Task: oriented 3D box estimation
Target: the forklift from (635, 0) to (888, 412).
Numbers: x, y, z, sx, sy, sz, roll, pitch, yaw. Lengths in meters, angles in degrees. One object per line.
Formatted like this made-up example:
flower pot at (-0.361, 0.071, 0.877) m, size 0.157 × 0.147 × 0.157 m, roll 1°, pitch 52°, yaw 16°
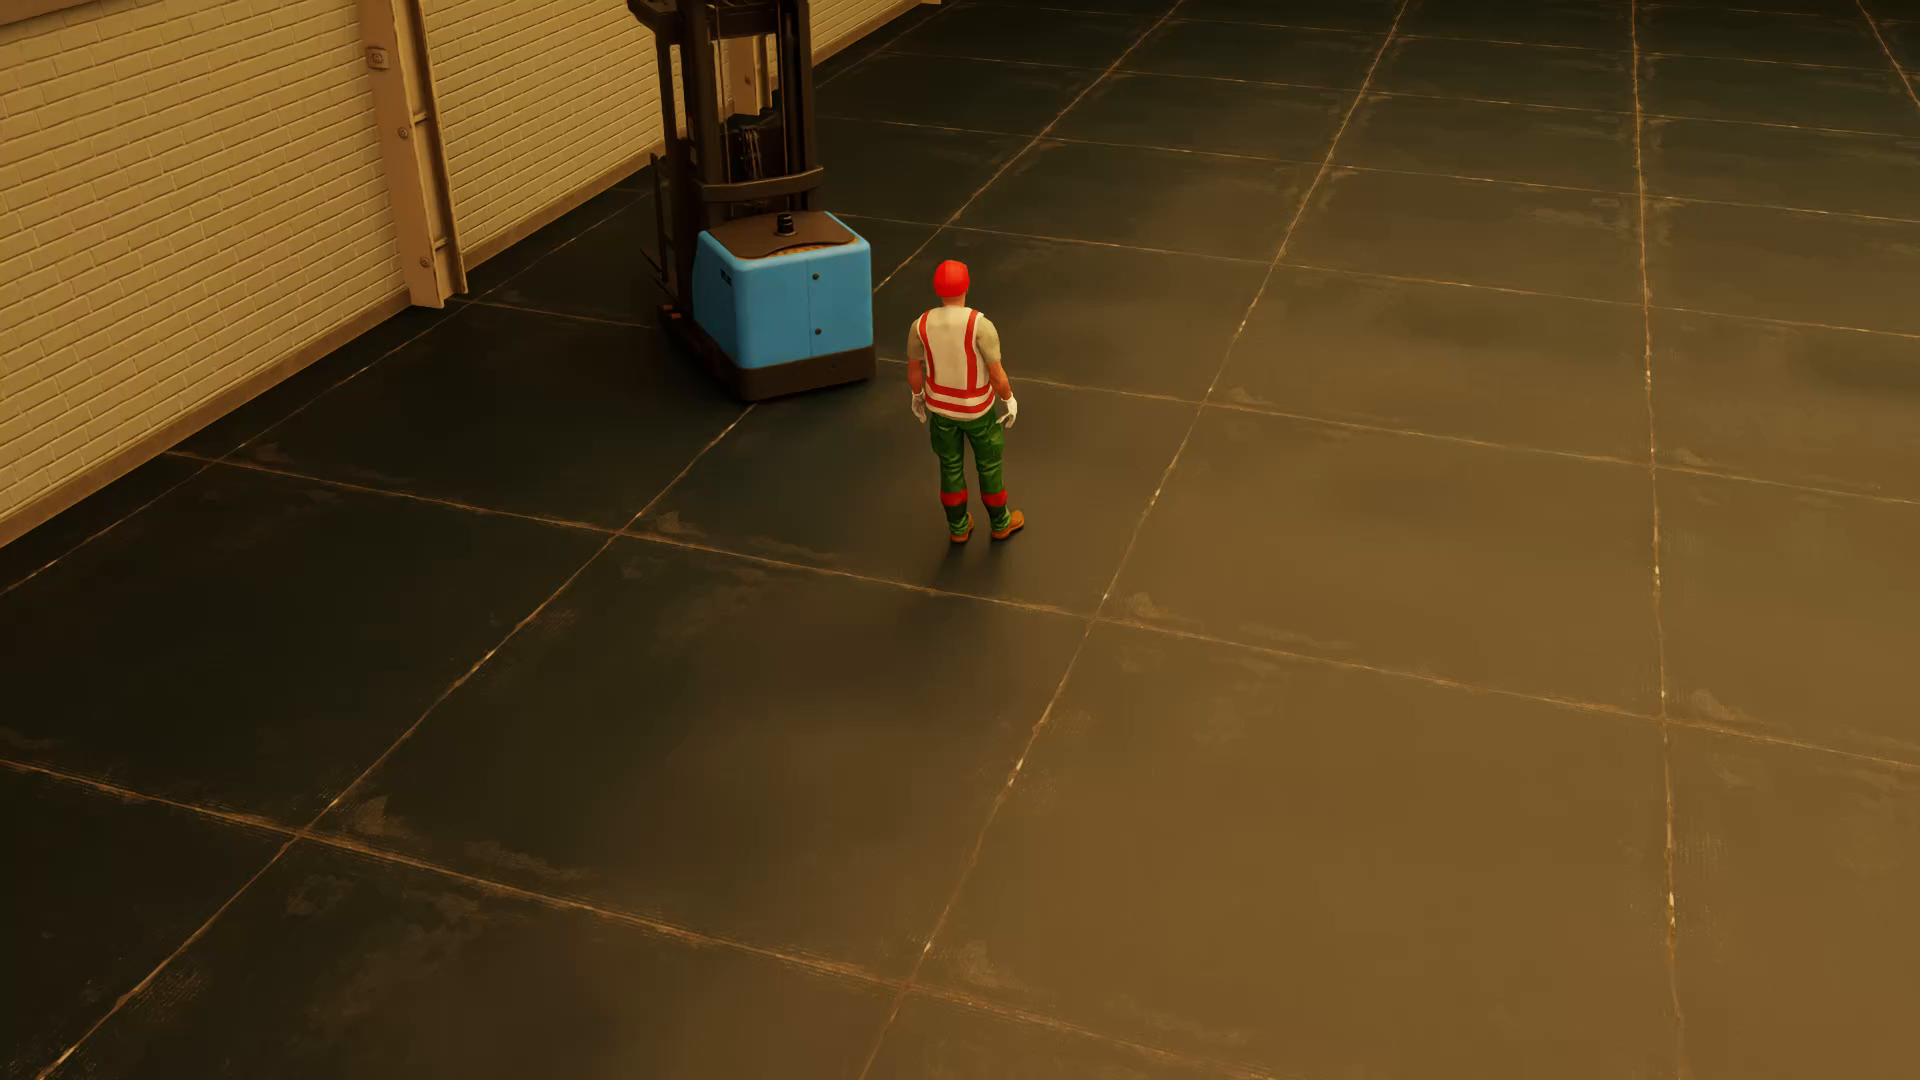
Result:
forklift at (-1.629, -2.867, 12.166) m, size 1.130 × 2.935 × 3.031 m, roll -14°, pitch 33°, yaw -23°

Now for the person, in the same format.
person at (0.038, -0.819, 9.711) m, size 0.637 × 1.788 × 0.564 m, roll 10°, pitch 31°, yaw 16°
